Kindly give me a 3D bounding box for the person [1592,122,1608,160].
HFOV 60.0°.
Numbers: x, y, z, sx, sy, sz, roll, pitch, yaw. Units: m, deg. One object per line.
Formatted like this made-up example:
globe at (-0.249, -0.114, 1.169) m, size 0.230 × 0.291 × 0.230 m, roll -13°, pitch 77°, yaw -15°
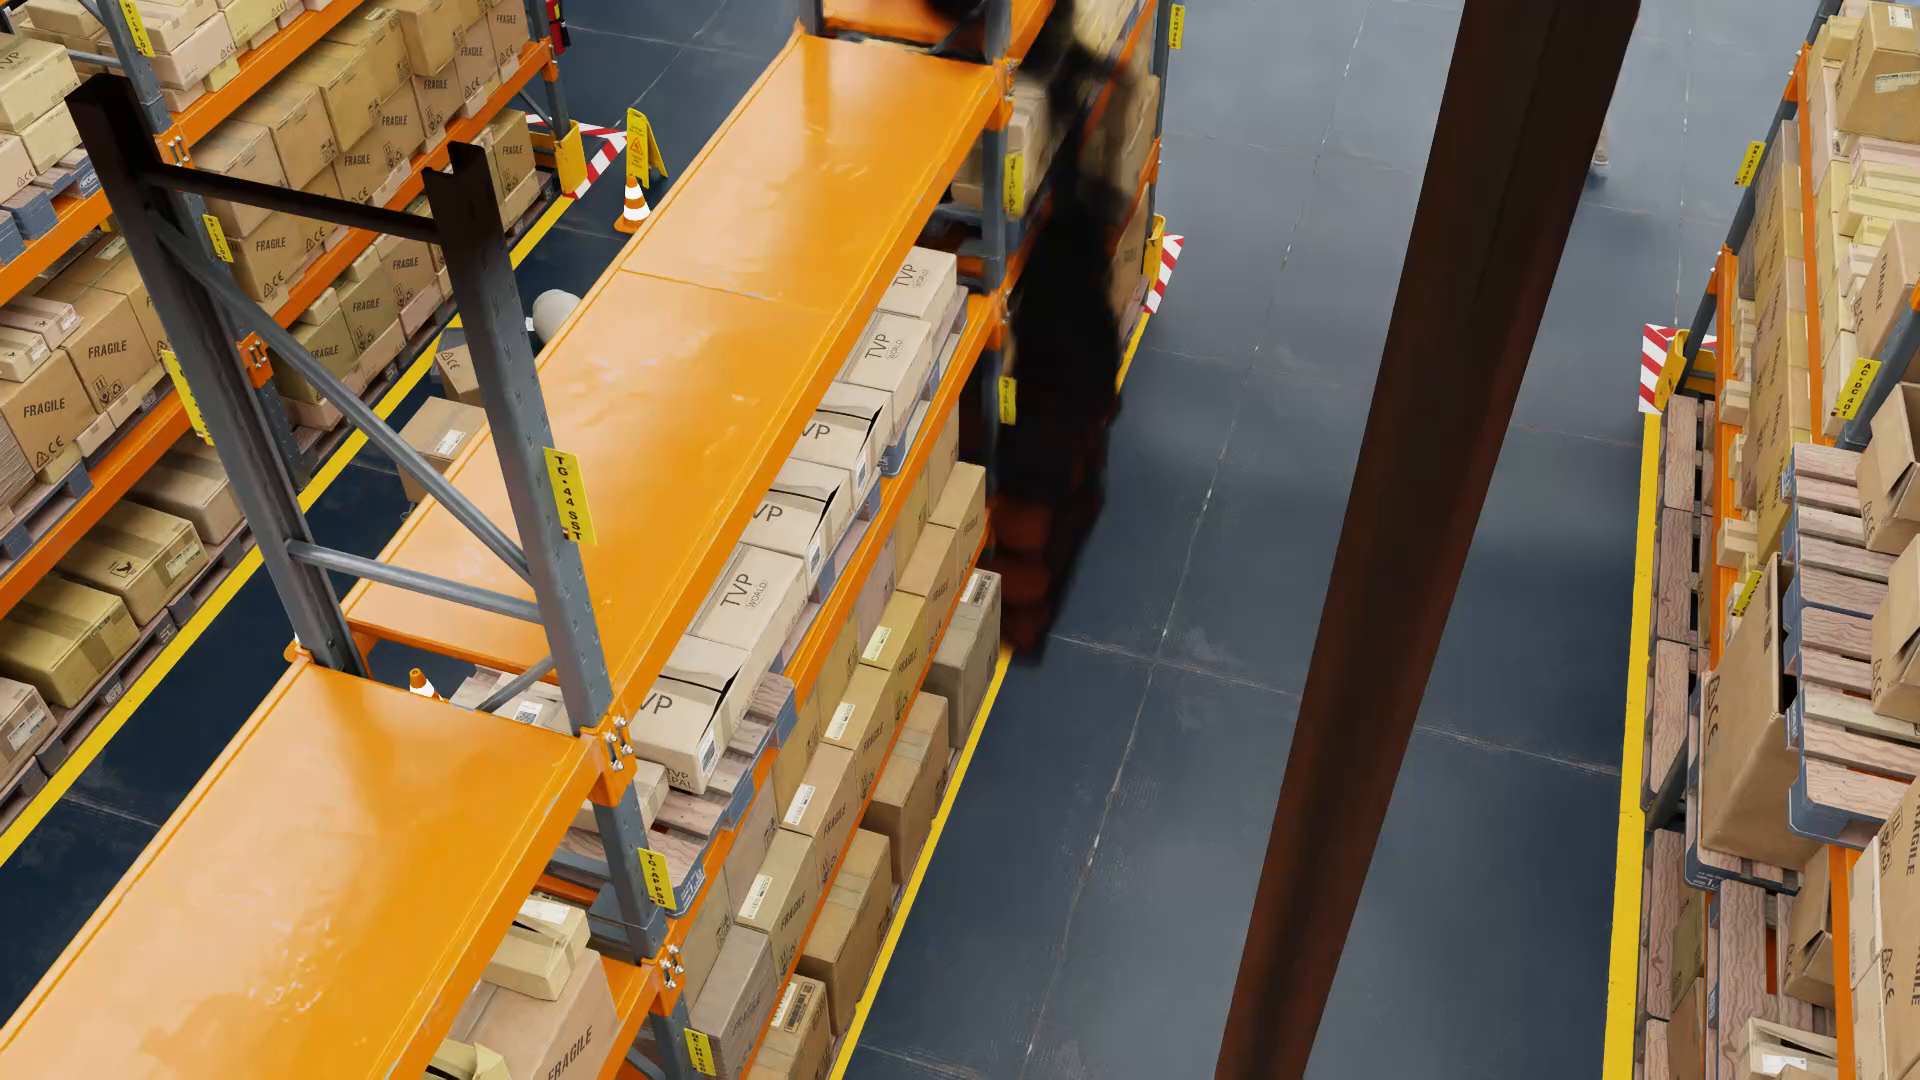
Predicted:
person at (5.123, -3.946, 13.804) m, size 0.678 × 1.773 × 0.903 m, roll -22°, pitch 50°, yaw -20°
